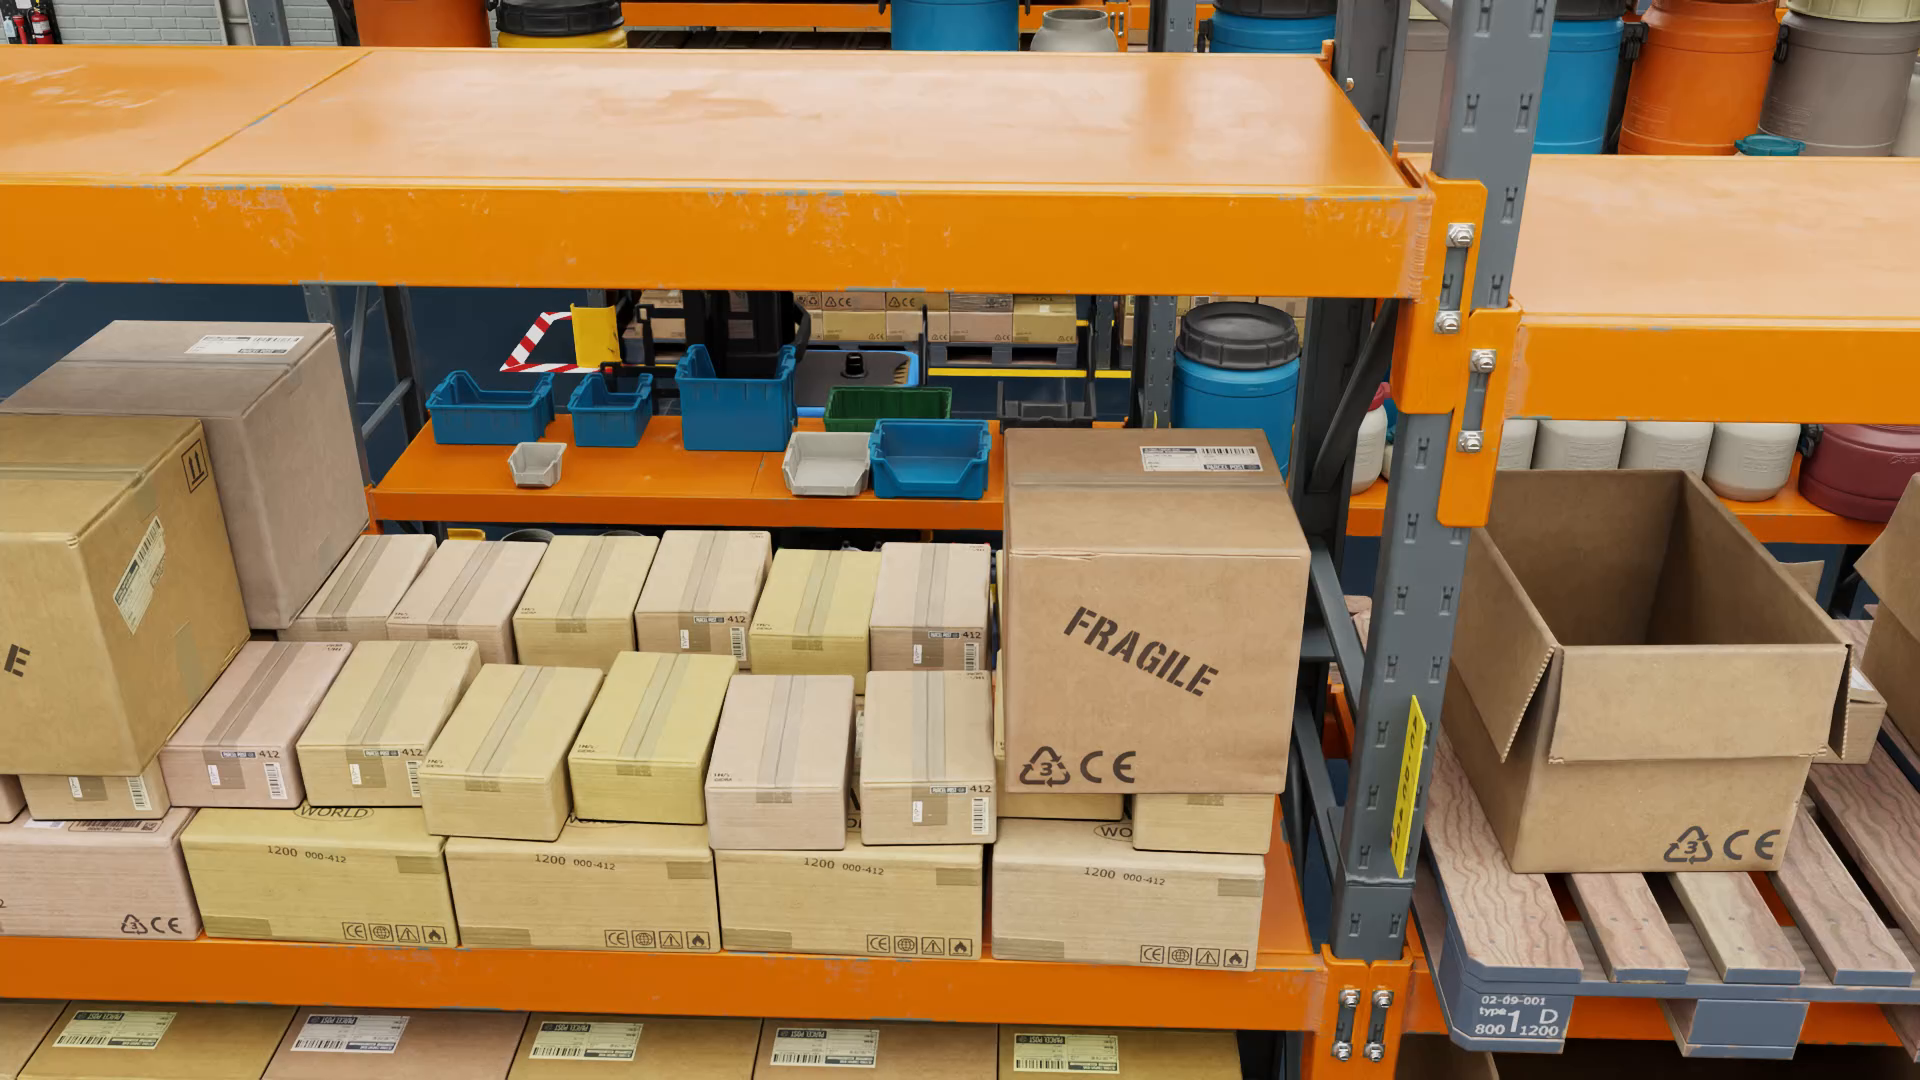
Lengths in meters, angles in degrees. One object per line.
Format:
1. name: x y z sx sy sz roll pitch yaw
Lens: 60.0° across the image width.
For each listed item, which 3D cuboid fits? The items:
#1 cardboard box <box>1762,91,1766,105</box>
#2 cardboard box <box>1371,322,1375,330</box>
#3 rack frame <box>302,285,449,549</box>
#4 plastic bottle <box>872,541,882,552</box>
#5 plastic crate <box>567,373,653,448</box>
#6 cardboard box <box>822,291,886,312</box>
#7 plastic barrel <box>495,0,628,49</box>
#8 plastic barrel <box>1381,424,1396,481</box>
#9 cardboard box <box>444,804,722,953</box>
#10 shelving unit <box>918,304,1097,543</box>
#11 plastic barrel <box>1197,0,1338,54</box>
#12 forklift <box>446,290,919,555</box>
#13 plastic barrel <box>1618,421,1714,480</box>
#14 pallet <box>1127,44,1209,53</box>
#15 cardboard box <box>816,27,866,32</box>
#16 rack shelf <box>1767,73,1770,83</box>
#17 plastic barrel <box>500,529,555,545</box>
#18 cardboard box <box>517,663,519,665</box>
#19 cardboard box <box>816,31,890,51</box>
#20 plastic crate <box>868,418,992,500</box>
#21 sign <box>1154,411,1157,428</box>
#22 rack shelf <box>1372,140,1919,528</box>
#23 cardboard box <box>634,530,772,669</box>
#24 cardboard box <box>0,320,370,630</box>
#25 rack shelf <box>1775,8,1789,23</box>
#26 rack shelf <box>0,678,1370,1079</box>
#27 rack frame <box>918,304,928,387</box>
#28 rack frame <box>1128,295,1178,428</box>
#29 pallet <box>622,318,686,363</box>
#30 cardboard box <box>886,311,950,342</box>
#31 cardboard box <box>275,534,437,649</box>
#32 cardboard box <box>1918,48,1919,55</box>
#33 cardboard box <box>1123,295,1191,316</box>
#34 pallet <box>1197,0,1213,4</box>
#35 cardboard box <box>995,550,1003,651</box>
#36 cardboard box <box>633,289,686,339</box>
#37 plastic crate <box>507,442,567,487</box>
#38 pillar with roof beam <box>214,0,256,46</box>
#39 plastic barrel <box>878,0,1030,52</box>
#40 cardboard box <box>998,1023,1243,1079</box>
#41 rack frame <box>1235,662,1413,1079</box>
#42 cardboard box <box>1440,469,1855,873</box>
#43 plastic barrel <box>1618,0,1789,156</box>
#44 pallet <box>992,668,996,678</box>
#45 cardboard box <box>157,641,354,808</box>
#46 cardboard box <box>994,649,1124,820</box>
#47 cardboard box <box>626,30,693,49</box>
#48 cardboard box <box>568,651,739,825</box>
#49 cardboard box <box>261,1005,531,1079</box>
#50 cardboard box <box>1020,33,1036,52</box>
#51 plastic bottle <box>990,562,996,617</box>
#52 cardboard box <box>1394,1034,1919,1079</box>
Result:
1. cardboard box: 8.657 -4.278 17.390 0.750 0.750 0.750 1 28 2
2. cardboard box: 3.077 -1.729 13.221 0.500 0.250 0.500 1 28 3
3. rack frame: -3.031 -0.654 8.706 0.127 3.000 1.000 1 28 2
4. plastic bottle: -0.439 0.171 9.509 0.185 0.351 0.144 1 28 1
5. plastic crate: -1.871 -0.706 8.964 0.408 0.251 0.499 1 28 2
6. cardboard box: -0.825 -2.135 13.187 0.500 0.500 0.500 1 28 2
7. plastic barrel: -1.887 -2.288 7.937 0.600 0.588 0.600 0 28 0
8. plastic barrel: 2.284 -0.433 8.437 0.301 0.262 0.301 0 28 0
9. cardboard box: -0.704 0.567 3.361 0.500 0.250 0.500 1 28 1
10. shelving unit: 0.294 -0.658 10.315 1.083 1.500 0.587 1 28 2
11. plastic barrel: 1.483 -2.227 7.937 0.708 0.901 0.600 1 28 2
12. forklift: -1.764 -1.362 10.115 3.031 2.935 1.130 1 28 2
13. plastic barrel: 3.508 -0.495 8.287 0.421 0.512 0.421 0 28 0
14. pallet: 2.075 -5.059 17.221 1.213 0.211 1.003 1 28 2
15. cardboard box: -1.205 -5.392 16.982 0.500 0.500 0.500 0 28 0
16. rack shelf: 7.313 -4.808 17.310 4.000 0.370 1.077 1 28 2
17. plastic barrel: -2.370 0.235 9.237 0.421 0.512 0.421 0 28 0
18. cardboard box: -1.201 0.320 3.827 0.500 0.250 0.500 0 28 1
19. cardboard box: -0.803 -3.553 12.682 0.500 0.500 0.700 1 28 2
20. plastic crate: -0.149 -0.413 8.411 0.616 0.251 0.499 1 28 2
21. sign: 0.936 -0.452 8.031 0.005 0.325 0.100 1 28 2
22. rack shelf: 2.791 -0.392 3.002 4.000 0.370 1.077 1 28 2
23. cardboard box: -0.571 0.130 3.759 0.250 0.149 0.380 0 28 1
24. cardboard box: -1.647 -0.150 3.595 0.500 0.500 0.500 1 28 2
25. rack shelf: 7.142 -3.814 12.233 4.000 0.370 1.077 1 28 2
26. rack shelf: -1.207 0.690 3.736 4.000 0.370 1.077 1 28 2
27. rack frame: -0.223 -0.666 10.331 0.032 1.500 0.500 1 28 2
28. rack frame: 0.967 -0.587 8.581 0.127 3.000 1.000 1 28 2
29. pallet: -2.086 -1.747 13.746 1.213 0.211 1.003 1 28 2
30. cardboard box: -0.325 -1.796 13.349 0.500 0.250 0.500 1 28 2
31. cardboard box: -1.345 0.139 3.742 0.250 0.149 0.380 0 28 -1
32. cardboard box: 9.853 -5.208 16.978 0.700 0.700 0.980 1 28 3
33. cardboard box: 1.550 -2.001 13.136 0.500 0.311 0.500 1 28 2
34. pallet: 2.027 -4.138 12.281 1.217 0.209 0.805 0 28 0
35. cardboard box: 0.210 0.174 3.677 0.250 0.149 0.380 0 28 -1
36. cardboard box: -2.324 -1.830 13.412 0.500 0.250 0.500 1 28 2
37. plastic crate: -2.148 -0.372 8.455 0.250 0.136 0.298 1 28 2
38. pillar with roof beam: -8.099 -6.419 13.176 0.400 9.000 9.100 1 28 2
39. plastic barrel: -0.024 -2.386 7.788 0.708 0.901 0.600 1 28 2
40. cardboard box: 0.333 1.235 3.651 0.500 0.500 0.500 1 28 2
41. rack frame: 0.792 1.731 4.208 0.127 3.000 1.000 1 28 2
42. cardboard box: 1.258 0.229 3.280 0.637 0.503 0.797 0 28 -1
43. plastic barrel: 3.498 -2.162 7.891 0.708 0.830 0.600 1 28 2
44. pallet: 0.297 0.614 9.292 1.213 0.211 1.003 1 28 2
45. cardboard box: -1.389 0.362 3.321 0.250 0.149 0.380 1 28 1
46. cardboard box: 0.193 0.378 3.291 0.250 0.149 0.380 1 28 2
47. cardboard box: -2.333 -3.575 12.725 0.500 0.500 0.700 1 28 2
48. cardboard box: -0.593 0.383 3.281 0.250 0.149 0.380 2 28 4
49. cardboard box: -1.166 1.209 3.701 0.500 0.500 0.500 1 28 2
50. cardboard box: 0.702 -3.528 12.636 0.500 0.500 0.700 1 28 2
51. plastic bottle: 0.170 0.248 9.363 0.185 0.351 0.144 1 28 2
52. cardboard box: 1.581 1.359 3.820 1.000 1.000 1.000 1 28 2
